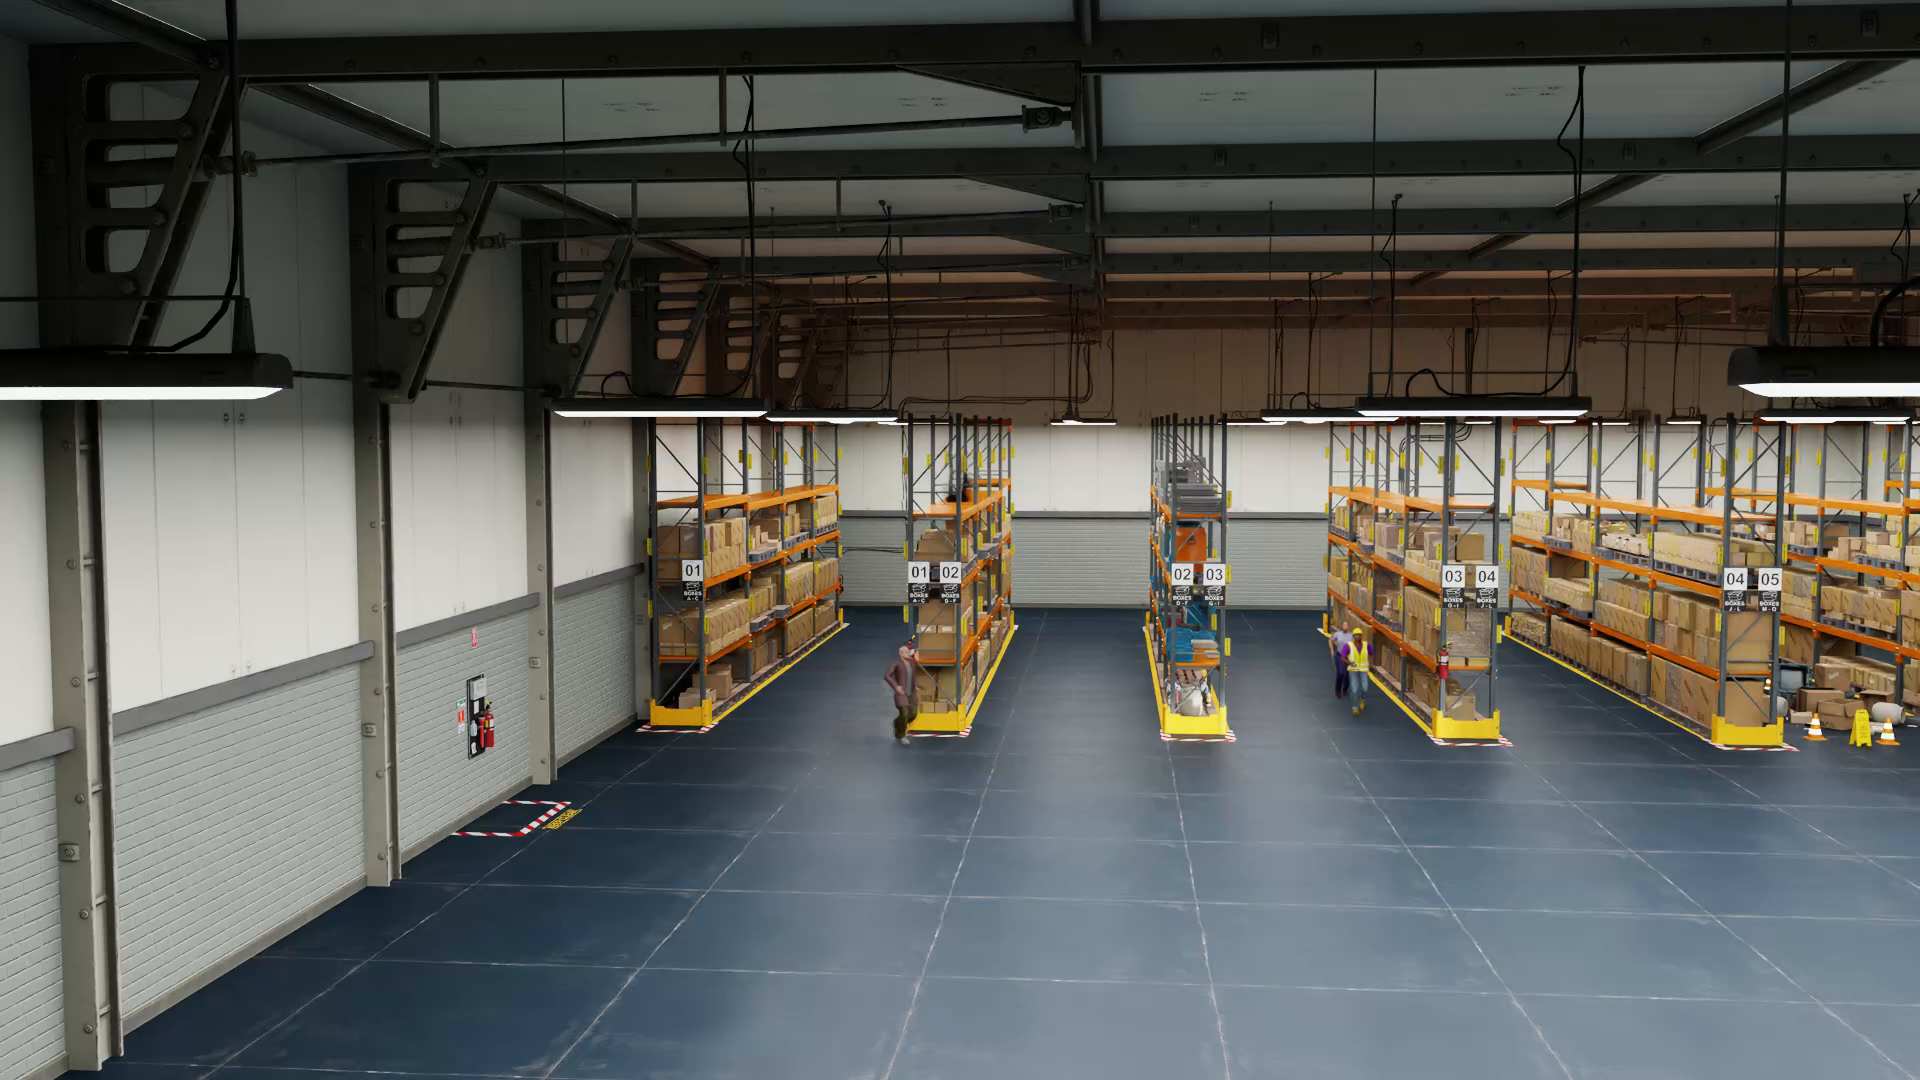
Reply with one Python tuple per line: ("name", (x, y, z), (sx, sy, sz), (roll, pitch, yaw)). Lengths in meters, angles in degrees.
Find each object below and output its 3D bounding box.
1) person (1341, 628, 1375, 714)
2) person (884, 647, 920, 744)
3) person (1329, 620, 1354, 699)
("person", (7.959, 2.622, 33.202), (0.691, 1.724, 0.586), (0, 4, 4))
("person", (-1.031, 2.824, 30.369), (0.749, 1.749, 0.574), (-3, 5, -41))
("person", (8.157, 2.534, 35.275), (0.581, 1.655, 0.680), (0, 4, 1))
